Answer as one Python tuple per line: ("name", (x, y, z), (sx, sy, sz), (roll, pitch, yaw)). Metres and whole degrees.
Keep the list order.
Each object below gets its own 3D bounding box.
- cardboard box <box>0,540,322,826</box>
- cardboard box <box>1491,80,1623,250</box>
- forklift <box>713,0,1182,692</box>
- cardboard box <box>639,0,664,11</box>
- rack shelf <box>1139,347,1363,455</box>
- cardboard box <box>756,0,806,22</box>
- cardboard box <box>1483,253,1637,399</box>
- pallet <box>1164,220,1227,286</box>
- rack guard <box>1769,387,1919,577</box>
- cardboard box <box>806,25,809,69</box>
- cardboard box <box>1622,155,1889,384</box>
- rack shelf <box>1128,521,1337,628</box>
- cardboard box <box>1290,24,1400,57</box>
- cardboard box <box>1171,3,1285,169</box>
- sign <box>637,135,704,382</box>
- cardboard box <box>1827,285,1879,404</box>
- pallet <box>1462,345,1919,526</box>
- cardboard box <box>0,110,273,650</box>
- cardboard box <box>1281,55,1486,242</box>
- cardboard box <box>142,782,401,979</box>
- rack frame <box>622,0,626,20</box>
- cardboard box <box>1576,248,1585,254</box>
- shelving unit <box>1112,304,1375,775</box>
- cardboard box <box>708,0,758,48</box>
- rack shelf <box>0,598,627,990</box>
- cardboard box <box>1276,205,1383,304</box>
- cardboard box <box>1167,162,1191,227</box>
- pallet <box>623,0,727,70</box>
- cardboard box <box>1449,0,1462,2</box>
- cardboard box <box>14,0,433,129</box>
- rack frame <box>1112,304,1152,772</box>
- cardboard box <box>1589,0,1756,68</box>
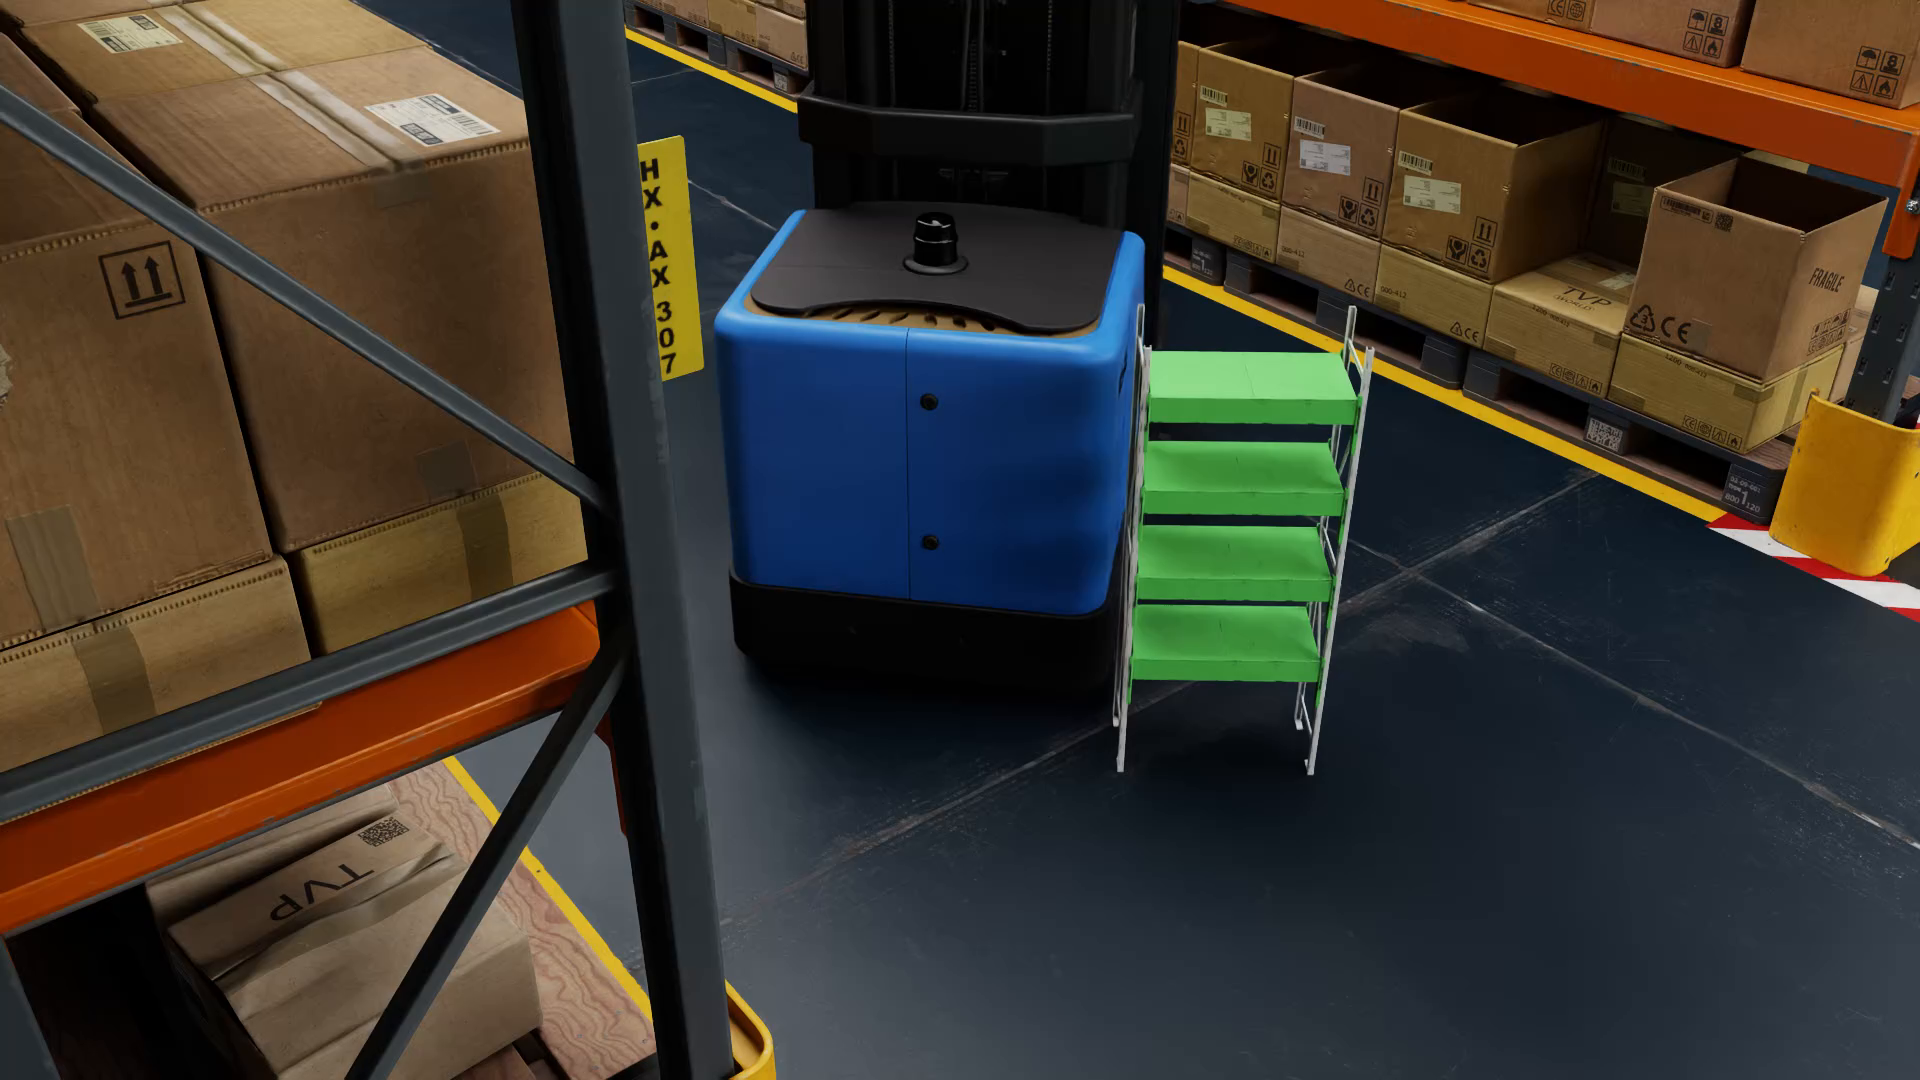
("cardboard box", (-1.258, 0.109, 2.354), (0.500, 0.250, 0.500), (-22, 38, -31))
("cardboard box", (2.314, -1.455, 6.246), (0.500, 0.500, 0.500), (-22, 38, -31))
("forklift", (0.137, -1.602, 5.051), (1.130, 2.935, 3.031), (5, 32, 9))
("cardboard box", (-1.725, -3.449, 10.169), (0.500, 0.250, 0.500), (-22, 38, -32))
("rack shelf", (0.660, -0.325, 3.848), (0.480, 0.148, 0.258), (1, 32, 1))
("cardboard box", (-0.769, -3.044, 8.985), (0.500, 0.311, 0.500), (-23, 38, -32))
("cardboard box", (2.214, -0.761, 5.840), (0.500, 0.250, 0.500), (-22, 38, -31))
("pallet", (1.094, -1.556, 7.555), (1.003, 0.211, 1.213), (-22, 38, -31))
("rack guard", (3.107, -0.346, 5.334), (1.175, 0.500, 0.348), (-22, 38, -31))
("cardboard box", (-0.467, -2.599, 8.800), (0.500, 0.250, 0.500), (-21, 38, -30))
("cardboard box", (2.528, -0.874, 5.312), (0.500, 0.500, 0.500), (-22, 38, -31))
("rack shelf", (0.660, 0.083, 4.101), (0.480, 0.148, 0.258), (1, 32, 1))
("cardboard box", (1.703, -1.872, 6.919), (0.500, 0.500, 0.500), (-22, 38, -31))
("cardboard box", (0.989, -1.914, 6.986), (0.500, 0.500, 0.500), (-22, 38, -31))
("sign", (-0.390, -0.357, 2.162), (0.100, 0.325, 0.005), (-22, 38, -31))
("cardboard box", (2.939, -0.724, 5.781), (0.500, 0.250, 0.500), (-22, 38, -31))
("pallet", (2.590, -0.539, 5.918), (1.003, 0.211, 1.213), (-22, 38, -31))
("cardboard box", (-1.276, -0.205, 2.150), (0.500, 0.500, 0.500), (-23, 38, -32))
("cardboard box", (1.598, -1.495, 6.312), (0.500, 0.500, 0.500), (-22, 38, -31))
("cardboard box", (-1.521, 0.586, 3.595), (0.500, 0.311, 0.500), (-19, 37, -28))
("rack frame", (-1.814, -4.752, 10.059), (1.000, 3.000, 0.127), (-22, 38, -31))
("cardboard box", (2.323, -1.140, 6.450), (0.500, 0.250, 0.500), (-22, 38, -31))
("shelving unit", (0.660, 0.028, 4.067), (0.503, 1.200, 0.258), (1, 32, 1))
("cardboard box", (-1.092, -3.026, 9.486), (0.500, 0.250, 0.500), (-23, 39, -33))
("rack shelf", (-2.045, -0.342, 3.639), (1.077, 0.370, 4.000), (-22, 38, -31))
("cardboard box", (1.600, -1.178, 6.511), (0.500, 0.250, 0.500), (-22, 38, -31))
("cardboard box", (0.987, -1.594, 7.182), (0.500, 0.250, 0.500), (-22, 38, -31))
("pallet", (-1.340, -3.212, 10.222), (1.003, 0.211, 1.213), (-22, 38, -31))
("cardboard box", (1.864, -2.304, 6.021), (0.700, 0.500, 0.500), (-21, 38, -30))
("cardboard box", (-1.169, -0.583, 2.758), (0.500, 0.500, 0.500), (-22, 38, -31))
("rack frame", (0.416, 0.025, 4.072), (0.015, 1.200, 0.240), (1, 32, 1))
("cardboard box", (2.490, -1.877, 5.334), (0.700, 0.500, 0.500), (-21, 38, -30))
